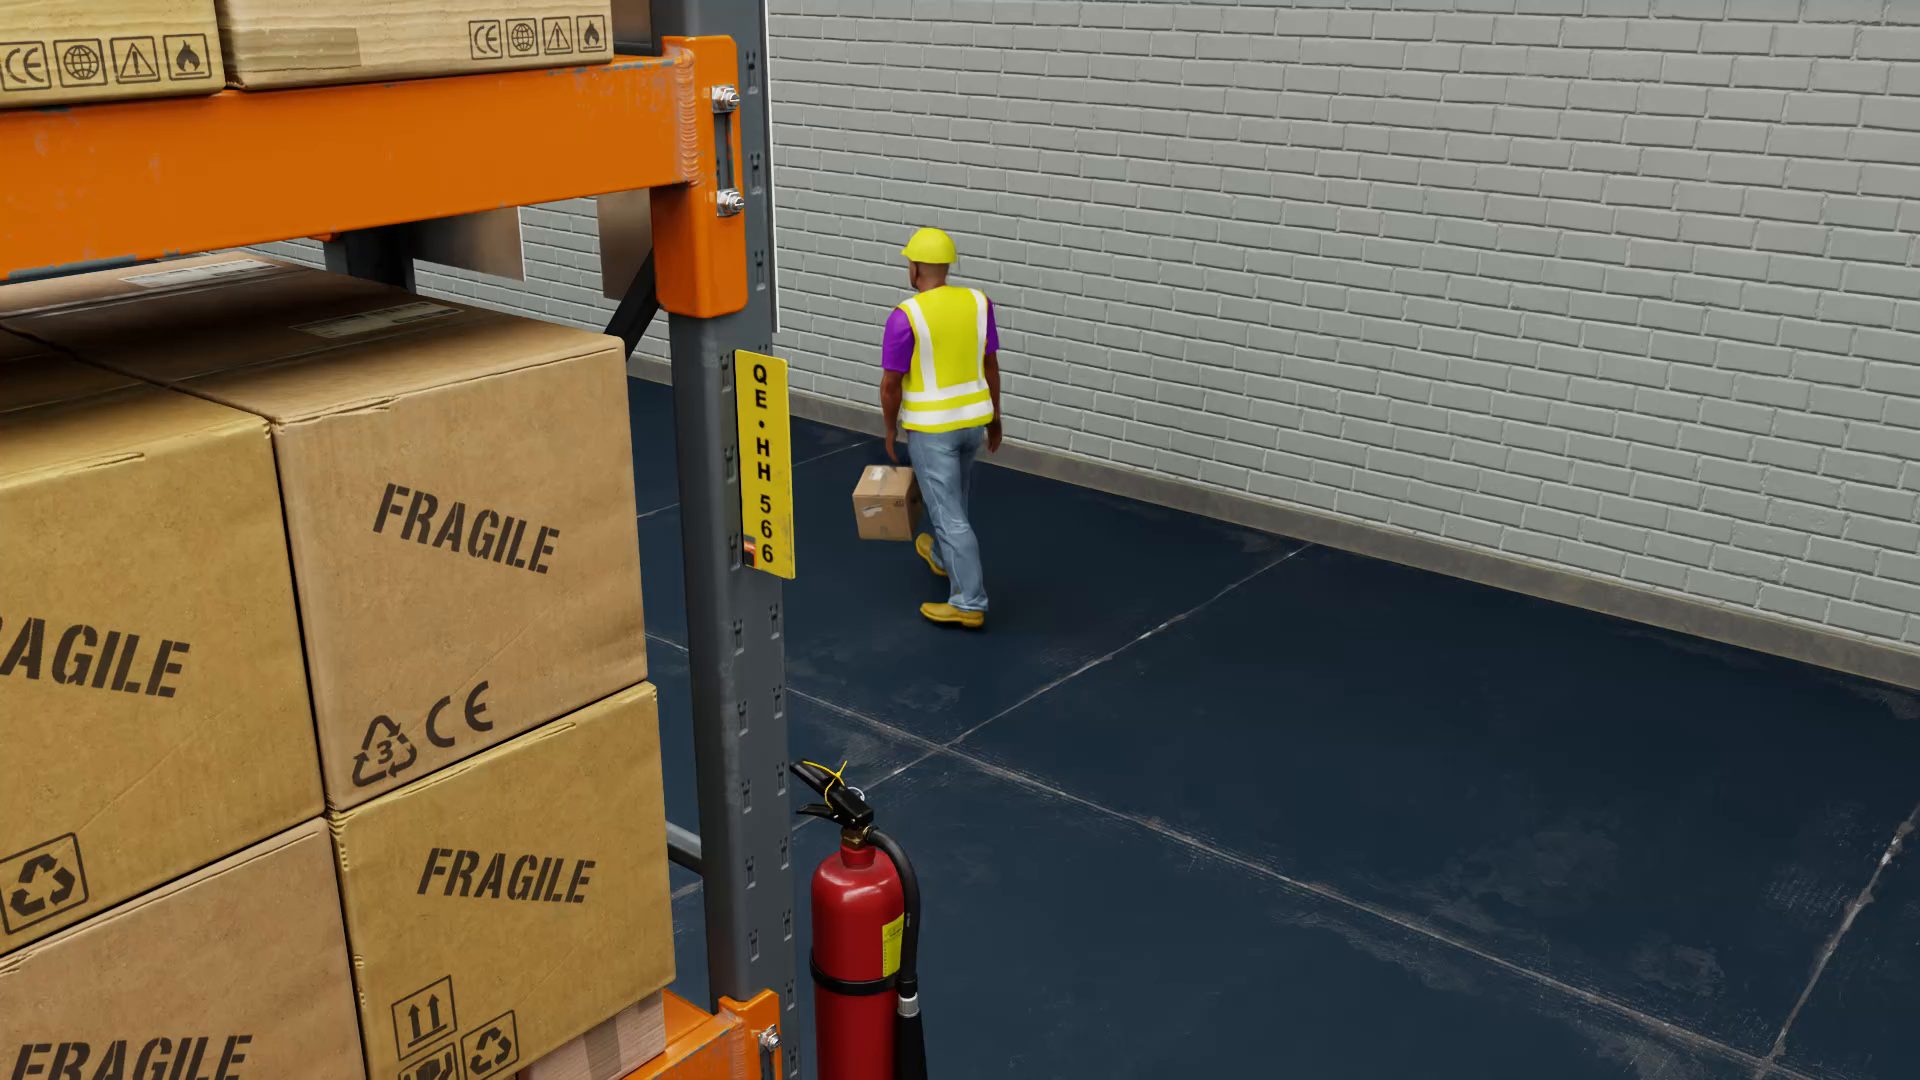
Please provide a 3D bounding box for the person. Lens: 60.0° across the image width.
[{"bbox_3d":[-0.119,-0.548,7.547,0.602,1.725,0.901,-14,24,-33],"label":"person"}]
